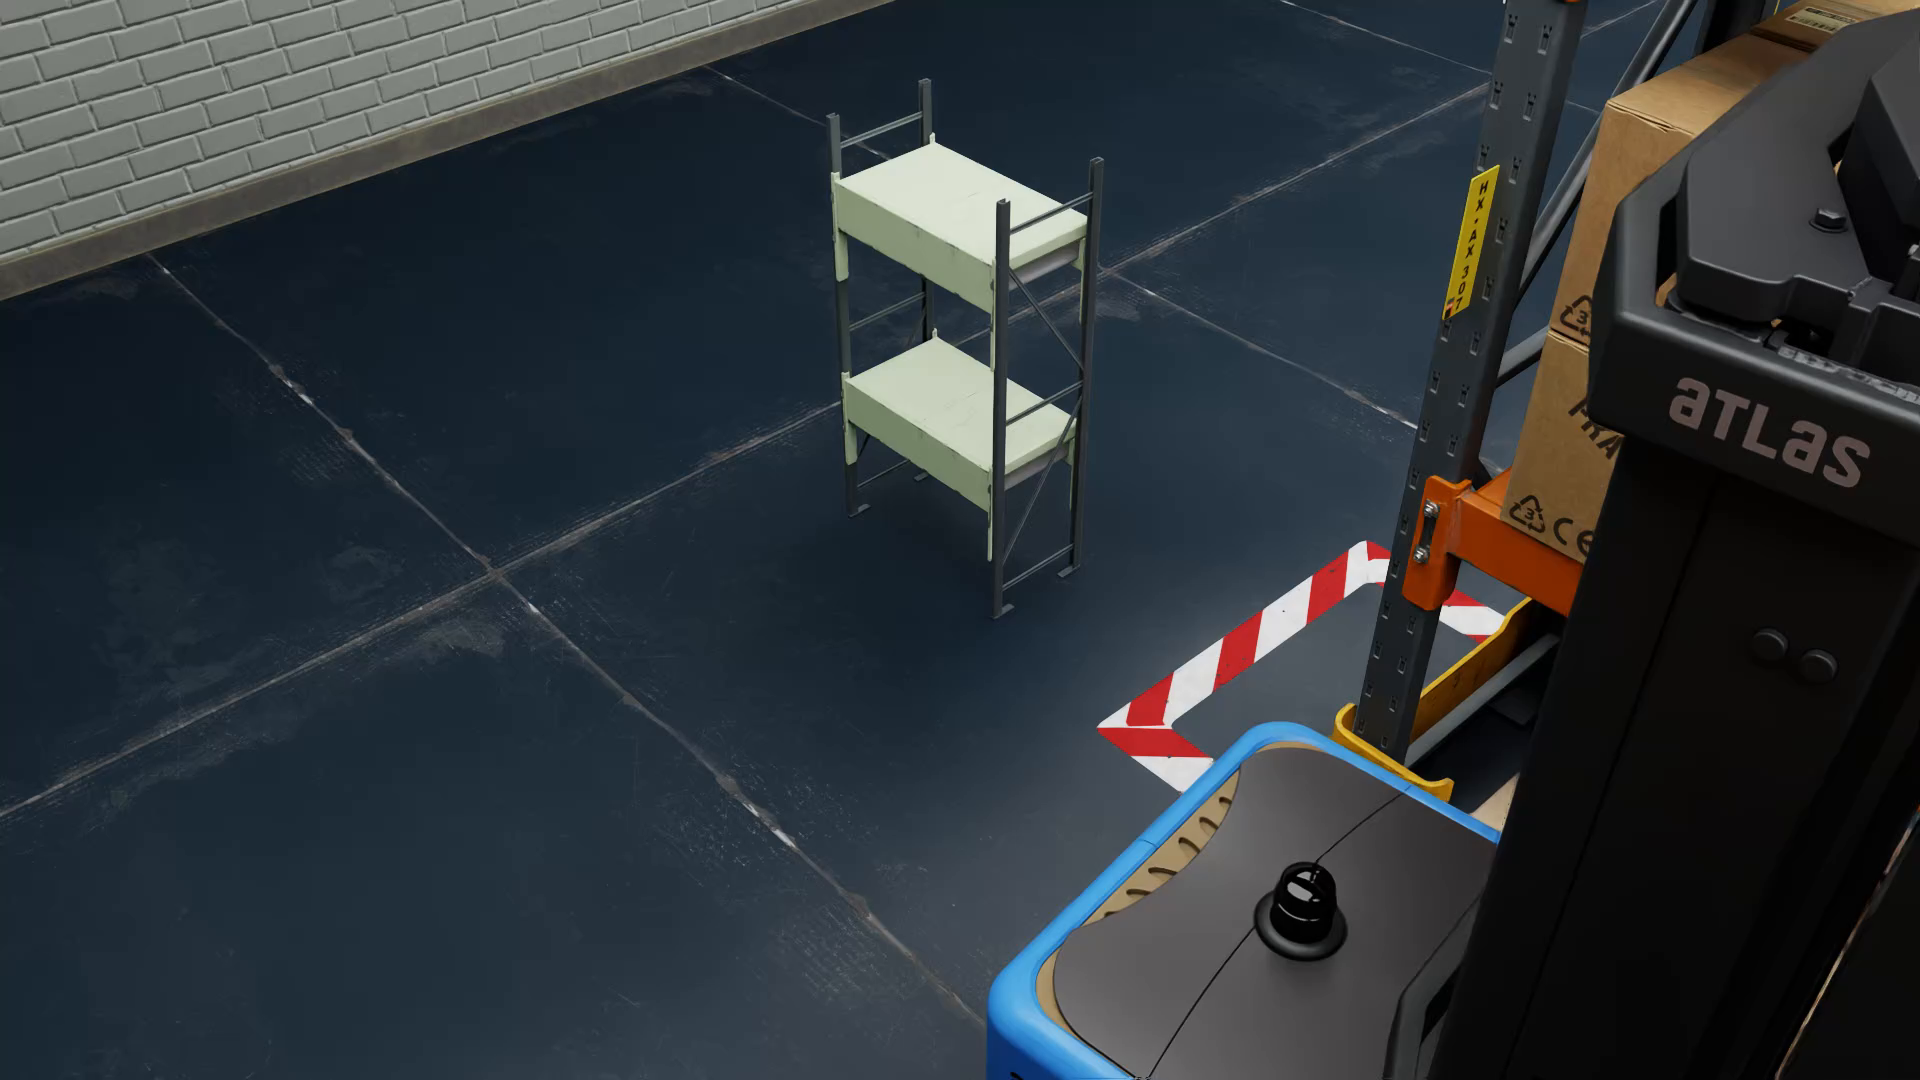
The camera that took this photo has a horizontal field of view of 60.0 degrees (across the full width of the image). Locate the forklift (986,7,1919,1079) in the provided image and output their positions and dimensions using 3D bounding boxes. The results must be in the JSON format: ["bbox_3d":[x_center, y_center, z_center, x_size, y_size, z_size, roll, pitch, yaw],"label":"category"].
[{"bbox_3d":[1.476,0.897,2.307,3.031,2.935,1.130,29,47,31],"label":"forklift"}]

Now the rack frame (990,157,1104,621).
[{"bbox_3d":[0.252,-0.411,5.065,0.400,1.500,0.023,-30,48,-32],"label":"rack frame"}]

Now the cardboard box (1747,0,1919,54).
[{"bbox_3d":[1.957,-0.843,3.531,0.500,0.500,0.500,-30,48,-32],"label":"cardboard box"}]

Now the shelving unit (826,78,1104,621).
[{"bbox_3d":[0.005,-0.580,5.275,0.431,1.500,0.755,-30,48,-32],"label":"shelving unit"}]

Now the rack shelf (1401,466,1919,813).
[{"bbox_3d":[2.806,0.701,3.067,1.077,0.370,4.000,-30,48,-32],"label":"rack shelf"}]

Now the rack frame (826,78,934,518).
[{"bbox_3d":[-0.243,-0.750,5.485,0.400,1.500,0.023,-30,48,-32],"label":"rack frame"}]

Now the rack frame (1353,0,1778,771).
[{"bbox_3d":[1.453,-0.504,3.987,1.000,3.000,0.127,-30,48,-32],"label":"rack frame"}]

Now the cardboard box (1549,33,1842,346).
[{"bbox_3d":[1.559,-0.615,3.248,0.500,0.500,0.500,-28,47,-31],"label":"cardboard box"}]

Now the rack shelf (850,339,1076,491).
[{"bbox_3d":[0.005,-0.403,5.418,0.368,0.124,0.686,-30,48,-32],"label":"rack shelf"}]

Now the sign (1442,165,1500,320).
[{"bbox_3d":[1.054,-0.610,3.429,0.100,0.325,0.005,-30,48,-32],"label":"sign"}]

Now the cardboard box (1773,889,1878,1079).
[{"bbox_3d":[1.950,0.998,3.965,0.500,0.250,0.500,-30,48,-32],"label":"cardboard box"}]

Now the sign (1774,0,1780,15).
[{"bbox_3d":[1.876,-1.304,3.804,0.100,0.325,0.005,-30,48,-32],"label":"sign"}]

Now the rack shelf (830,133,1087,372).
[{"bbox_3d":[0.005,-0.884,5.030,0.431,0.370,0.720,-30,48,-32],"label":"rack shelf"}]

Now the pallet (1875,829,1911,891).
[{"bbox_3d":[2.045,0.985,4.363,1.003,0.211,1.213,-30,48,-32],"label":"pallet"}]
